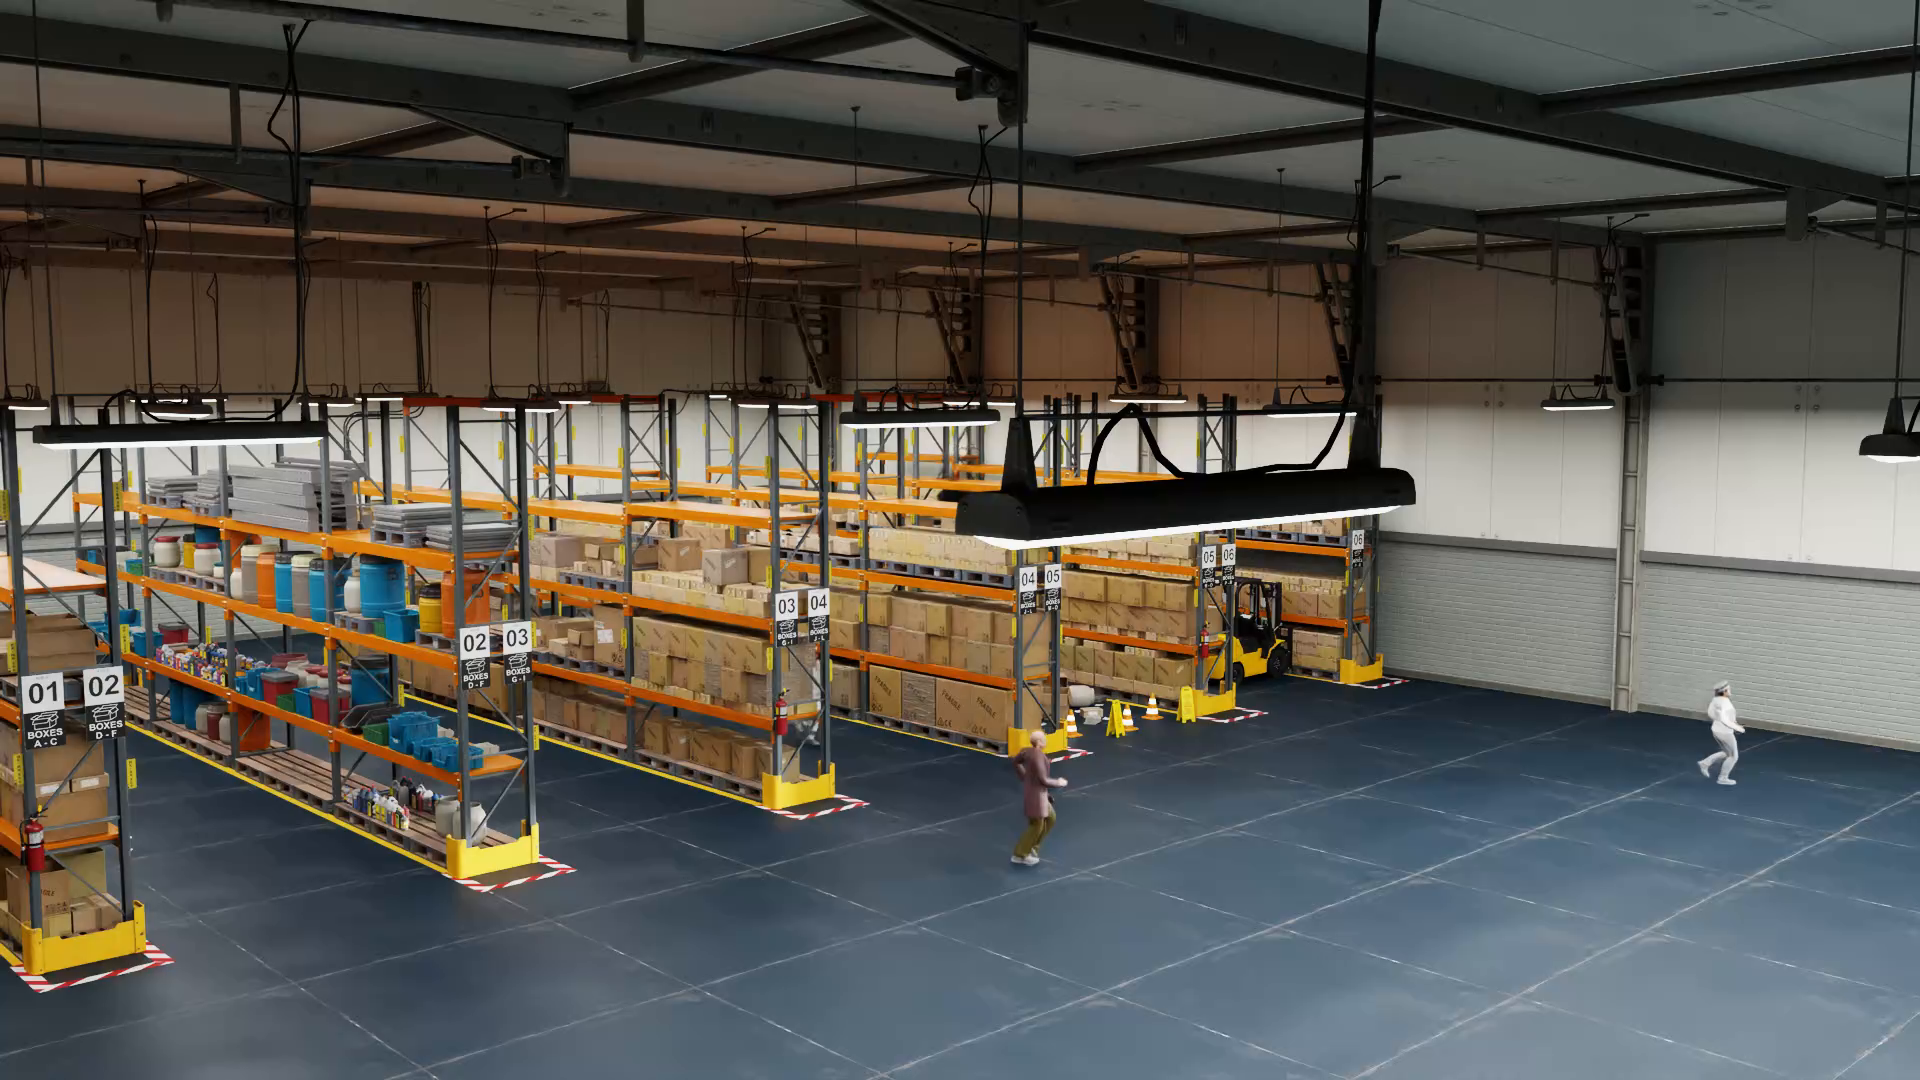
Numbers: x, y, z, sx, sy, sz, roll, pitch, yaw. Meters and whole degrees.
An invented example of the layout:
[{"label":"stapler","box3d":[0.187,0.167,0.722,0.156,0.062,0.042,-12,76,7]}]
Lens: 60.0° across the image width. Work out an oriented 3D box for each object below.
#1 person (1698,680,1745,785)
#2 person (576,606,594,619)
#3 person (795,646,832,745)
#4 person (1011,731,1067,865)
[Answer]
[{"label":"person","box3d":[11.908,3.001,25.961,0.539,1.646,0.613,0,6,4]},{"label":"person","box3d":[-9.383,1.474,41.117,0.909,1.779,0.694,1,6,11]},{"label":"person","box3d":[-2.550,2.678,28.824,0.590,1.751,0.673,4,7,37]},{"label":"person","box3d":[1.022,3.369,21.704,0.744,1.798,0.732,-1,6,-10]}]
